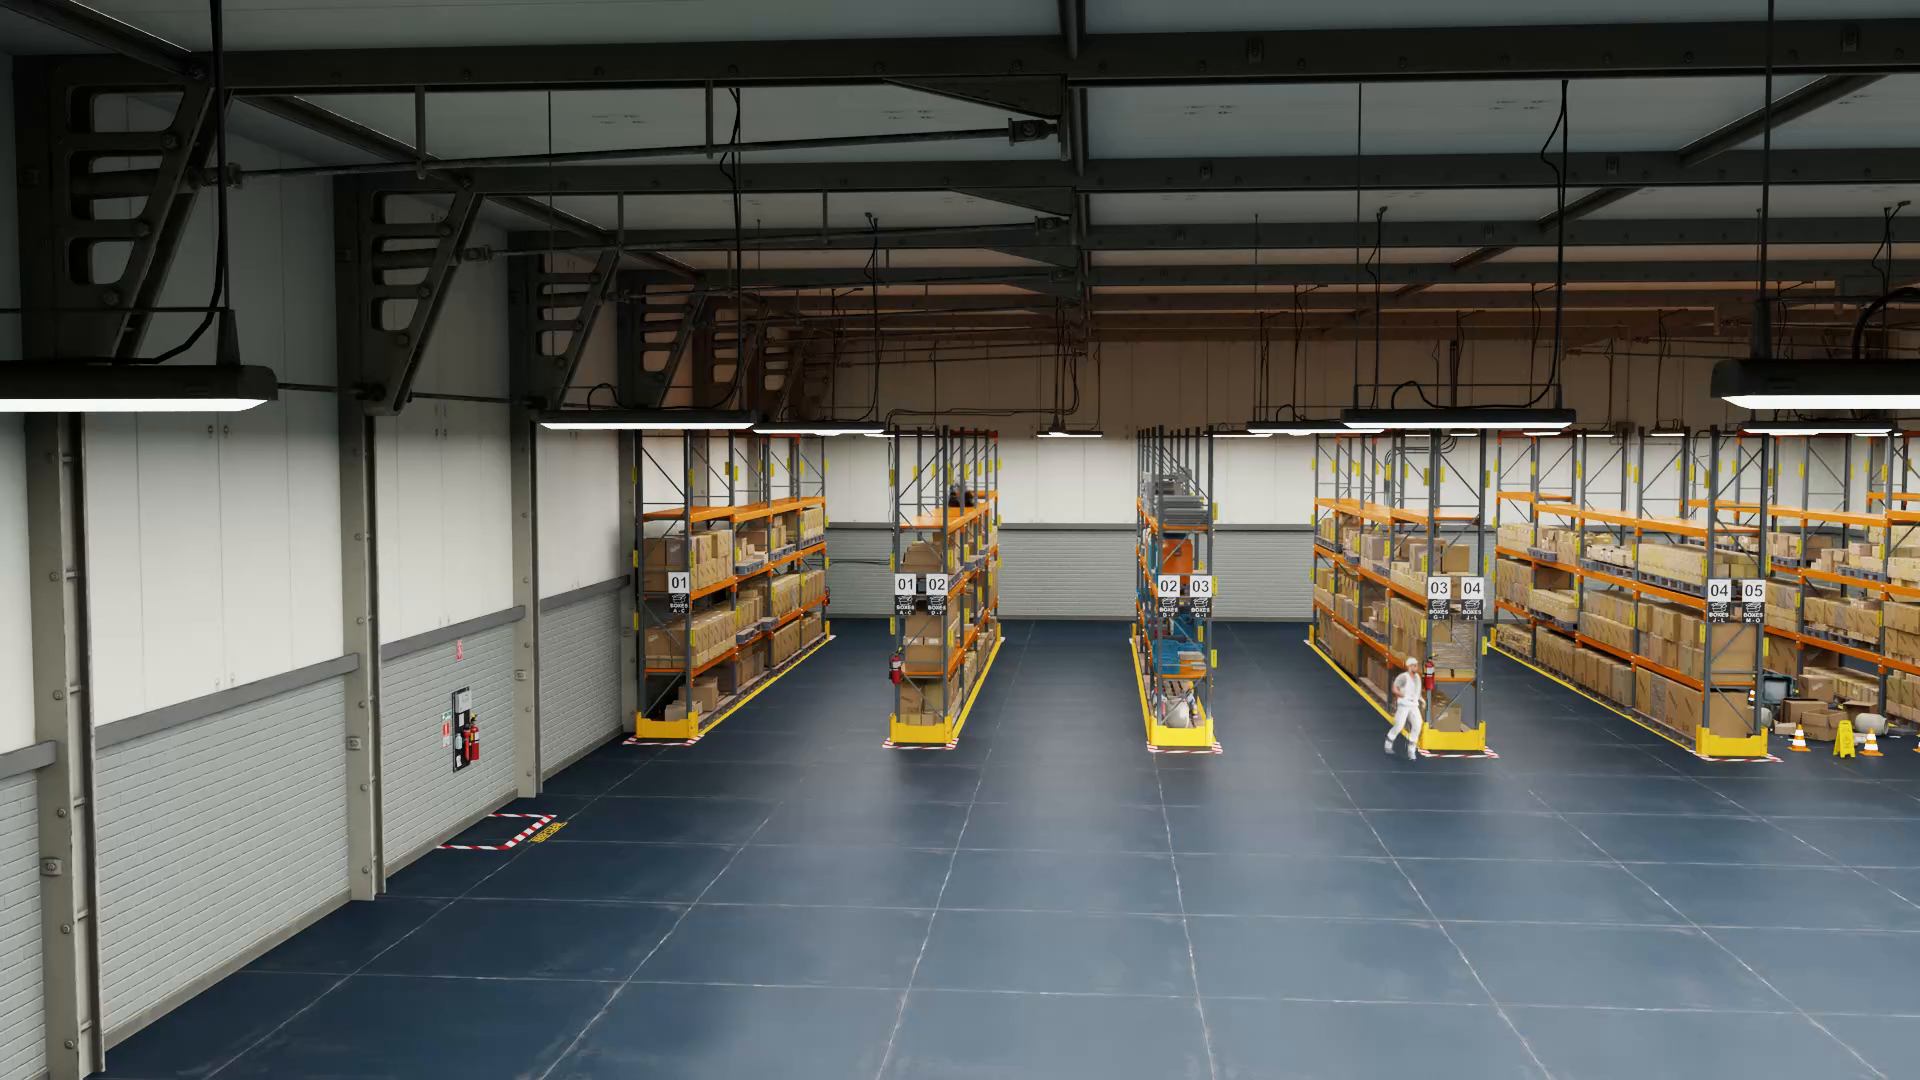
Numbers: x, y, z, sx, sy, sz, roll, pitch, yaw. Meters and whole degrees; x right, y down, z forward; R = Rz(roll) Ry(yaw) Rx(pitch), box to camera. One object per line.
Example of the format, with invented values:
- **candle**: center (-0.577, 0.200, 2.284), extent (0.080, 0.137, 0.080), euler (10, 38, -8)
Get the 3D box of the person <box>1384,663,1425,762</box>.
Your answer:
- **person**: center (8.102, 3.055, 29.984), extent (0.730, 1.772, 0.731), euler (-1, 4, -23)
